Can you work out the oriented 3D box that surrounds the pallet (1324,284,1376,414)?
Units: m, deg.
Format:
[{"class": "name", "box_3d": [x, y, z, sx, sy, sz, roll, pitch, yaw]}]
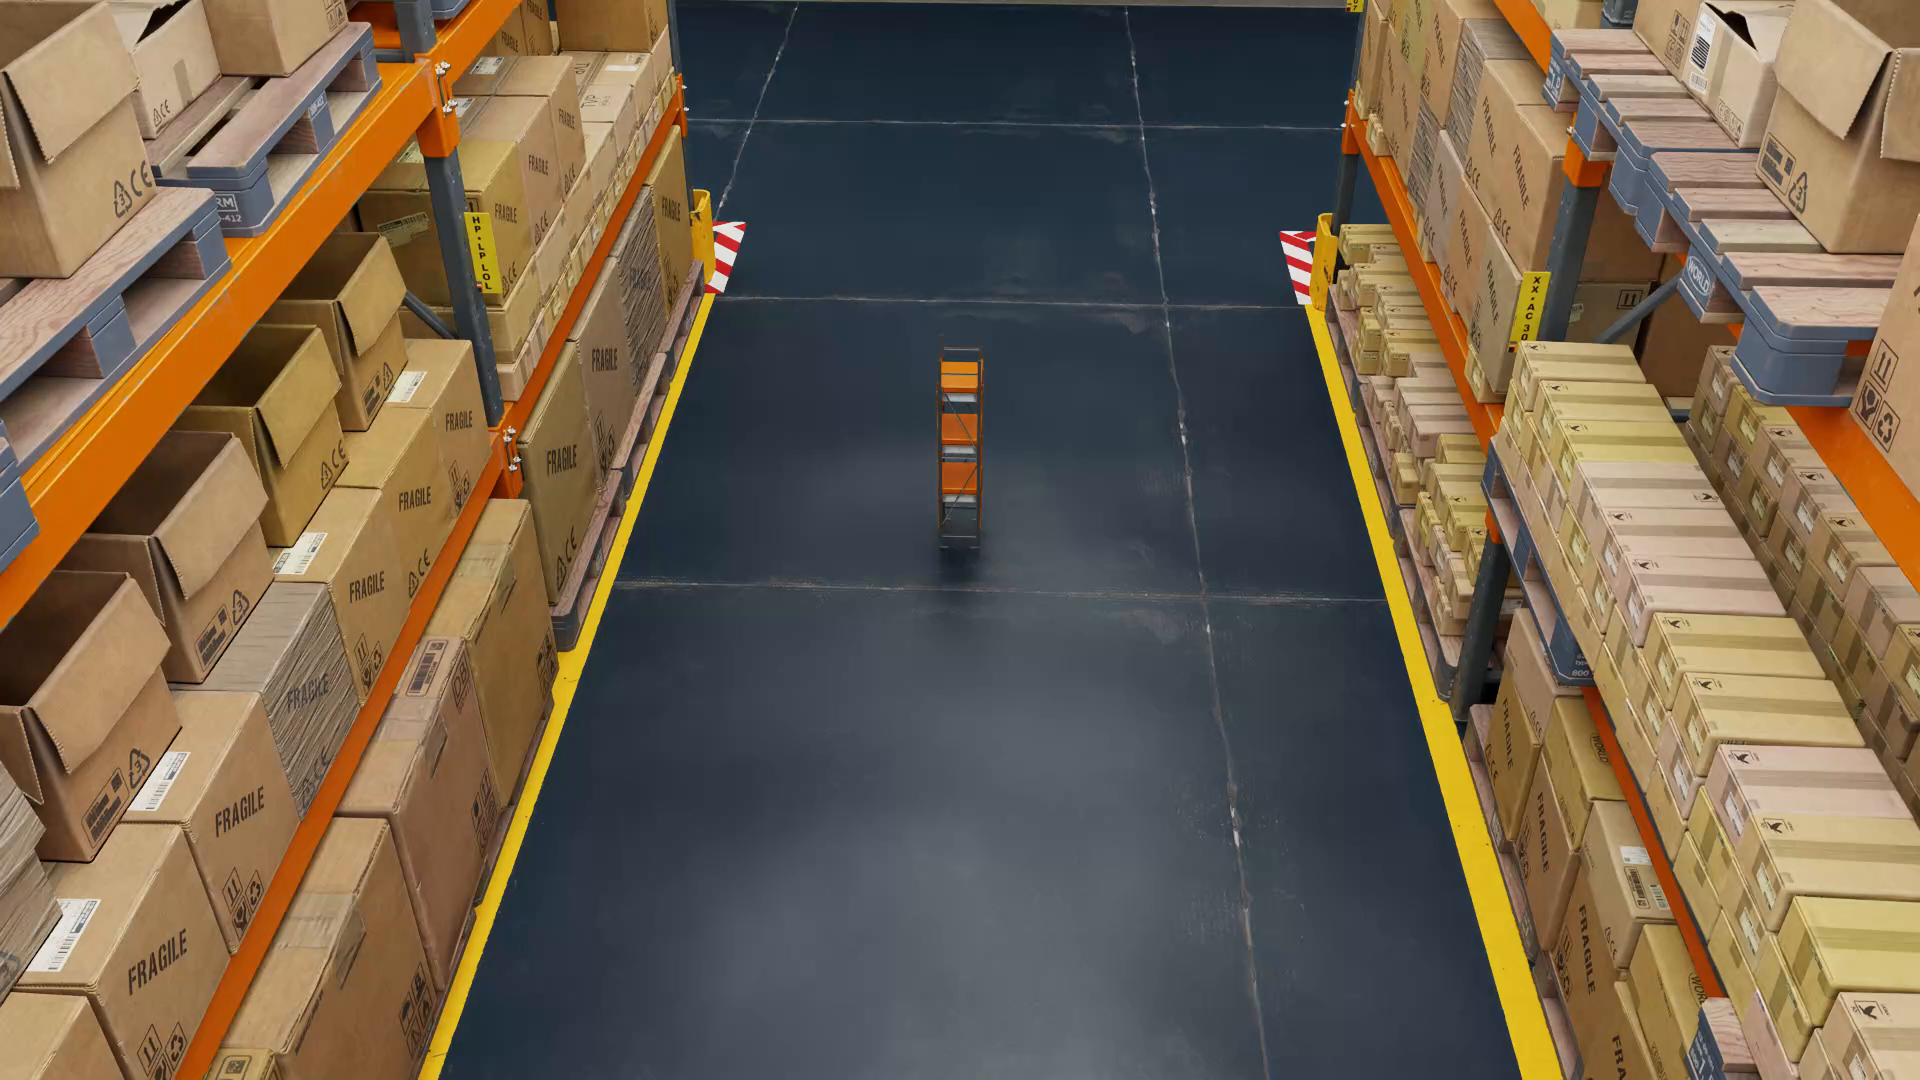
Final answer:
[{"class": "pallet", "box_3d": [2.711, -1.114, 9.652, 1.003, 0.211, 1.213, 1, 35, 2]}]

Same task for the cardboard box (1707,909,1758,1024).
[{"class": "cardboard box", "box_3d": [2.057, 1.035, 4.022, 0.380, 0.149, 0.250, 1, 35, 1]}]

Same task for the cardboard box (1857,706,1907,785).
[{"class": "cardboard box", "box_3d": [2.744, 0.599, 4.642, 0.380, 0.149, 0.250, 0, 35, 0]}]

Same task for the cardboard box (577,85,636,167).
[{"class": "cardboard box", "box_3d": [-1.965, -2.129, 8.543, 0.500, 0.250, 0.500, 0, 35, 0]}]

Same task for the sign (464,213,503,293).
[{"class": "sign", "box_3d": [-1.788, -1.073, 6.231, 0.100, 0.325, 0.005, 1, 35, 2]}]

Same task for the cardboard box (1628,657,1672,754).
[{"class": "cardboard box", "box_3d": [2.085, 0.457, 4.585, 0.380, 0.149, 0.250, 1, 35, 1]}]

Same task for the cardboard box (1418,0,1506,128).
[{"class": "cardboard box", "box_3d": [2.425, -2.203, 7.561, 0.500, 0.500, 0.500, 0, 35, 0]}]

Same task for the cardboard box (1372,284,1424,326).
[{"class": "cardboard box", "box_3d": [2.465, -1.273, 9.049, 0.380, 0.149, 0.250, 0, 35, 0]}]

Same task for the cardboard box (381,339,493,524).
[{"class": "cardboard box", "box_3d": [-2.076, -0.405, 6.131, 0.500, 0.500, 0.500, 1, 35, 2]}]

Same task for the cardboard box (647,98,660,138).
[{"class": "cardboard box", "box_3d": [-1.875, -2.328, 9.172, 0.380, 0.149, 0.250, 1, 35, 2]}]

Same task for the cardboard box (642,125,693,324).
[{"class": "cardboard box", "box_3d": [-2.115, -1.870, 9.785, 0.875, 0.875, 0.875, 1, 35, 2]}]

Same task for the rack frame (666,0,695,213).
[{"class": "rack frame", "box_3d": [-2.170, -2.937, 9.821, 1.000, 3.000, 0.127, 1, 35, 2]}]

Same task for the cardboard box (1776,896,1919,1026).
[{"class": "cardboard box", "box_3d": [2.045, 0.932, 3.651, 0.380, 0.149, 0.250, 2, 35, 3]}]

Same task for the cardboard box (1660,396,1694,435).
[{"class": "cardboard box", "box_3d": [2.960, -0.519, 6.598, 0.380, 0.149, 0.250, 3, 35, 4]}]

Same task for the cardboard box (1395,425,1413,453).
[{"class": "cardboard box", "box_3d": [2.416, -0.448, 8.393, 0.380, 0.149, 0.250, 2, 35, 3]}]

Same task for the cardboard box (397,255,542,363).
[{"class": "cardboard box", "box_3d": [-2.050, -0.963, 6.884, 0.500, 0.250, 0.500, 1, 35, 1]}]

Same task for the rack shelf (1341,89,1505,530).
[{"class": "rack shelf", "box_3d": [2.702, -1.321, 8.147, 1.077, 0.370, 4.000, 1, 35, 2]}]

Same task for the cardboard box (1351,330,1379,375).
[{"class": "cardboard box", "box_3d": [2.390, -1.037, 9.231, 0.380, 0.149, 0.250, 2, 35, 2]}]

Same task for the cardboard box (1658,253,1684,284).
[{"class": "cardboard box", "box_3d": [2.883, -1.292, 6.264, 0.500, 0.500, 0.500, 2, 35, 3]}]

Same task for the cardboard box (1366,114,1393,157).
[{"class": "cardboard box", "box_3d": [2.409, -2.183, 8.966, 0.380, 0.149, 0.250, 0, 35, 1]}]

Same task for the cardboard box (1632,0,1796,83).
[{"class": "cardboard box", "box_3d": [2.496, -1.691, 4.987, 0.700, 0.500, 0.500, 1, 35, 2]}]

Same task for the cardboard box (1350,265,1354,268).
[{"class": "cardboard box", "box_3d": [2.505, -1.597, 9.769, 0.380, 0.149, 0.250, 3, 35, 4]}]

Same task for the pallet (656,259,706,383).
[{"class": "pallet", "box_3d": [-2.124, -1.335, 9.966, 1.003, 0.211, 1.213, 1, 35, 2]}]

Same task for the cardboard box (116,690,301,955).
[{"class": "cardboard box", "box_3d": [-2.164, 0.754, 4.481, 0.500, 0.500, 0.500, 1, 35, 1]}]

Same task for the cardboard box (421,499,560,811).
[{"class": "cardboard box", "box_3d": [-2.336, 0.427, 6.517, 1.225, 0.875, 0.875, 1, 35, 2]}]

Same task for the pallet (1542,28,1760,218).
[{"class": "pallet", "box_3d": [2.490, -1.265, 4.995, 1.213, 0.211, 1.003, 1, 35, 2]}]

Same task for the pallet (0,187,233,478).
[{"class": "pallet", "box_3d": [-2.476, -0.505, 3.915, 1.003, 0.211, 1.213, 3, 35, 4]}]

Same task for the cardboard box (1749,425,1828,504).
[{"class": "cardboard box", "box_3d": [2.778, -0.241, 5.320, 0.380, 0.149, 0.250, 0, 35, 0]}]

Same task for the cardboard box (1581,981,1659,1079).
[{"class": "cardboard box", "box_3d": [2.256, 1.696, 5.037, 0.500, 0.500, 0.500, 0, 35, 0]}]

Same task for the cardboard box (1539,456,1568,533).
[{"class": "cardboard box", "box_3d": [2.128, -0.144, 5.441, 0.380, 0.149, 0.250, 2, 35, 3]}]

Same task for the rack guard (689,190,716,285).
[{"class": "rack guard", "box_3d": [-2.169, -1.928, 10.559, 1.175, 0.500, 0.348, 1, 35, 2]}]

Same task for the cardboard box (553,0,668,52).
[{"class": "cardboard box", "box_3d": [-1.927, -3.018, 9.156, 0.500, 0.500, 0.500, 2, 35, 2]}]

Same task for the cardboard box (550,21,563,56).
[{"class": "cardboard box", "box_3d": [-2.459, -2.728, 9.395, 0.500, 0.250, 0.500, 0, 35, 1]}]

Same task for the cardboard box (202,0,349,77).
[{"class": "cardboard box", "box_3d": [-2.344, -1.746, 5.064, 0.700, 0.500, 0.500, 2, 35, 3]}]

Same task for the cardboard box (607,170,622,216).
[{"class": "cardboard box", "box_3d": [-1.917, -1.744, 8.341, 0.380, 0.149, 0.250, 2, 35, 3]}]

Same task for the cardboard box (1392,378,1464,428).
[{"class": "cardboard box", "box_3d": [2.355, -0.677, 8.201, 0.380, 0.149, 0.250, 0, 35, 0]}]

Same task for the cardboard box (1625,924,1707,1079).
[{"class": "cardboard box", "box_3d": [2.272, 1.395, 4.813, 0.500, 0.250, 0.500, 2, 35, 3]}]

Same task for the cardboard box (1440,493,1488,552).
[{"class": "cardboard box", "box_3d": [2.346, -0.073, 7.342, 0.380, 0.149, 0.250, 2, 35, 2]}]

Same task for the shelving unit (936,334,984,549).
[{"class": "shelving unit", "box_3d": [0.002, -0.460, 7.992, 0.215, 1.050, 0.252, 1, 35, 2]}]

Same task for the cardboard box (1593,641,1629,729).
[{"class": "cardboard box", "box_3d": [2.099, 0.431, 4.882, 0.380, 0.149, 0.250, 1, 35, 1]}]

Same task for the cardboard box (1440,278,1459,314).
[{"class": "cardboard box", "box_3d": [2.387, -1.140, 7.482, 0.380, 0.149, 0.250, 0, 35, 0]}]

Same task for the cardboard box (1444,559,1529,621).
[{"class": "cardboard box", "box_3d": [2.317, 0.218, 7.186, 0.380, 0.149, 0.250, 2, 35, 3]}]

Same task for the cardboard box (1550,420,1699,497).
[{"class": "cardboard box", "box_3d": [2.128, -0.256, 5.341, 0.380, 0.149, 0.250, 2, 35, 2]}]

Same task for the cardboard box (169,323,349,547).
[{"class": "cardboard box", "box_3d": [-2.387, -0.329, 5.150, 0.797, 0.503, 0.637, 2, 35, 2]}]

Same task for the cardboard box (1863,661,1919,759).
[{"class": "cardboard box", "box_3d": [2.738, 0.473, 4.563, 0.380, 0.149, 0.250, 3, 35, 4]}]

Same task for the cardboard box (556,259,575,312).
[{"class": "cardboard box", "box_3d": [-1.957, -1.152, 7.499, 0.380, 0.149, 0.250, 0, 35, 1]}]

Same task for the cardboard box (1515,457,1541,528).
[{"class": "cardboard box", "box_3d": [2.141, -0.160, 5.723, 0.380, 0.149, 0.250, 2, 35, 3]}]

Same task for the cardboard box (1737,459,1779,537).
[{"class": "cardboard box", "box_3d": [2.781, -0.130, 5.421, 0.380, 0.149, 0.250, 3, 35, 4]}]

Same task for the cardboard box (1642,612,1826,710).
[{"class": "cardboard box", "box_3d": [2.088, 0.335, 4.501, 0.380, 0.149, 0.250, 2, 35, 3]}]

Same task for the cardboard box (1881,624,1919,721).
[{"class": "cardboard box", "box_3d": [2.738, 0.360, 4.465, 0.380, 0.149, 0.250, 1, 35, 1]}]

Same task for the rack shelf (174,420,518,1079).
[{"class": "rack shelf", "box_3d": [-2.411, 0.804, 5.122, 1.077, 0.370, 4.000, 1, 35, 2]}]

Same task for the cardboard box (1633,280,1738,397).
[{"class": "cardboard box", "box_3d": [2.893, -0.908, 6.587, 0.500, 0.500, 0.500, 1, 35, 1]}]

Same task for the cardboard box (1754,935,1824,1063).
[{"class": "cardboard box", "box_3d": [2.043, 1.042, 3.753, 0.380, 0.149, 0.250, 2, 35, 3]}]

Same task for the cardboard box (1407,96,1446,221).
[{"class": "cardboard box", "box_3d": [2.445, -1.793, 7.847, 0.500, 0.500, 0.500, 0, 35, 1]}]

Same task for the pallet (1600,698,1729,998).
[{"class": "pallet", "box_3d": [2.499, 0.772, 4.710, 1.003, 0.211, 1.213, 1, 35, 2]}]

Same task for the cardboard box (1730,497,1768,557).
[{"class": "cardboard box", "box_3d": [2.782, -0.010, 5.509, 0.380, 0.149, 0.250, 1, 35, 2]}]

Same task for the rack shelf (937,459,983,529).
[{"class": "rack shelf", "box_3d": [0.002, -0.224, 8.158, 0.215, 0.259, 0.240, 1, 35, 2]}]

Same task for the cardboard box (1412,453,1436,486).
[{"class": "cardboard box", "box_3d": [2.407, -0.381, 8.038, 0.380, 0.149, 0.250, 2, 35, 3]}]
